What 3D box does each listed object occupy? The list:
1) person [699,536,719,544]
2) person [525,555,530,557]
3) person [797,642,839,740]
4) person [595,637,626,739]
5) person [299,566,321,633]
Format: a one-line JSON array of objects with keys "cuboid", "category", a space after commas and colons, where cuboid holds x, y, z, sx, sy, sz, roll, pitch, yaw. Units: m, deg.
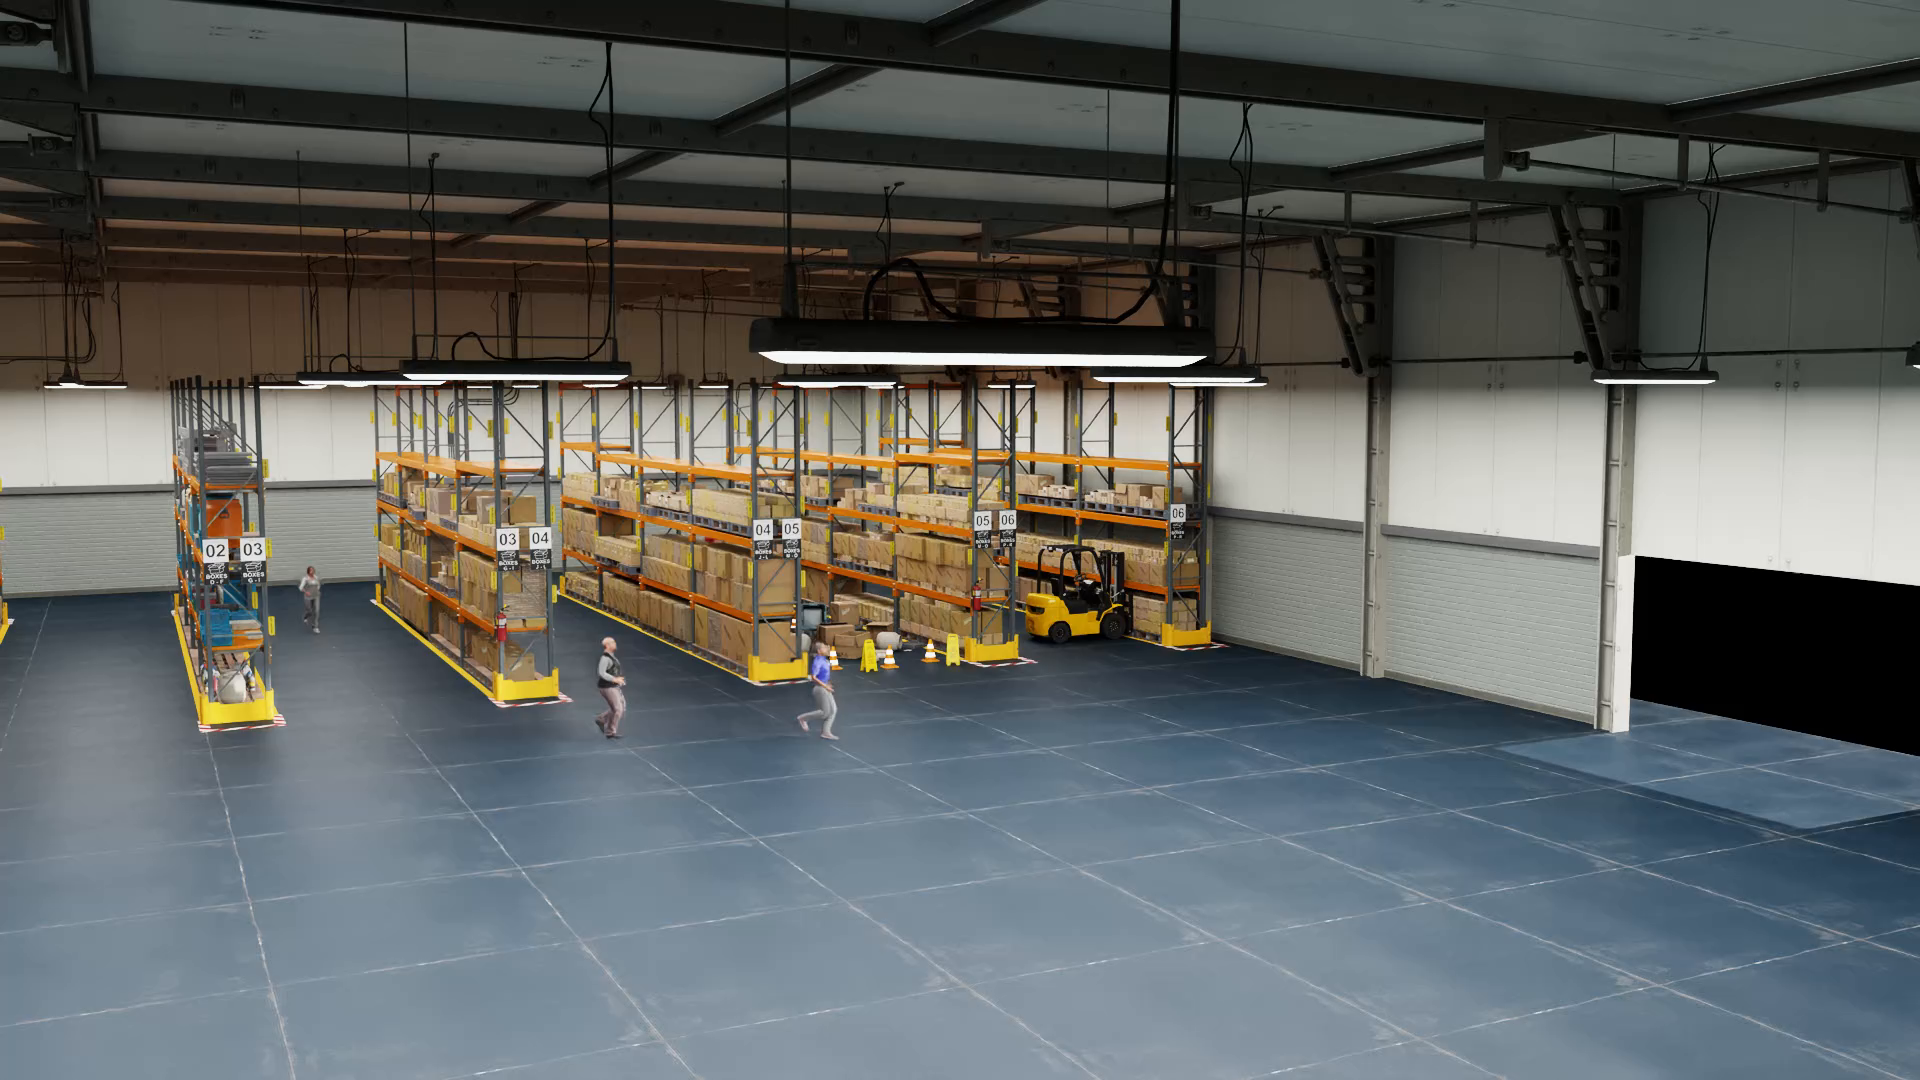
[{"cuboid": [-7.669, 0.387, 50.686, 0.733, 1.775, 0.659, -2, 5, -18], "category": "person"}, {"cuboid": [-12.302, 0.735, 46.489, 0.704, 1.753, 0.827, 1, 5, 6], "category": "person"}, {"cuboid": [-2.342, 2.507, 27.462, 0.668, 1.598, 0.584, 0, 5, 3], "category": "person"}, {"cuboid": [-5.777, 2.443, 27.486, 0.587, 1.681, 0.680, 0, 5, 1], "category": "person"}, {"cuboid": [-15.510, 1.413, 39.750, 0.540, 1.581, 0.819, -4, 7, -41], "category": "person"}]
